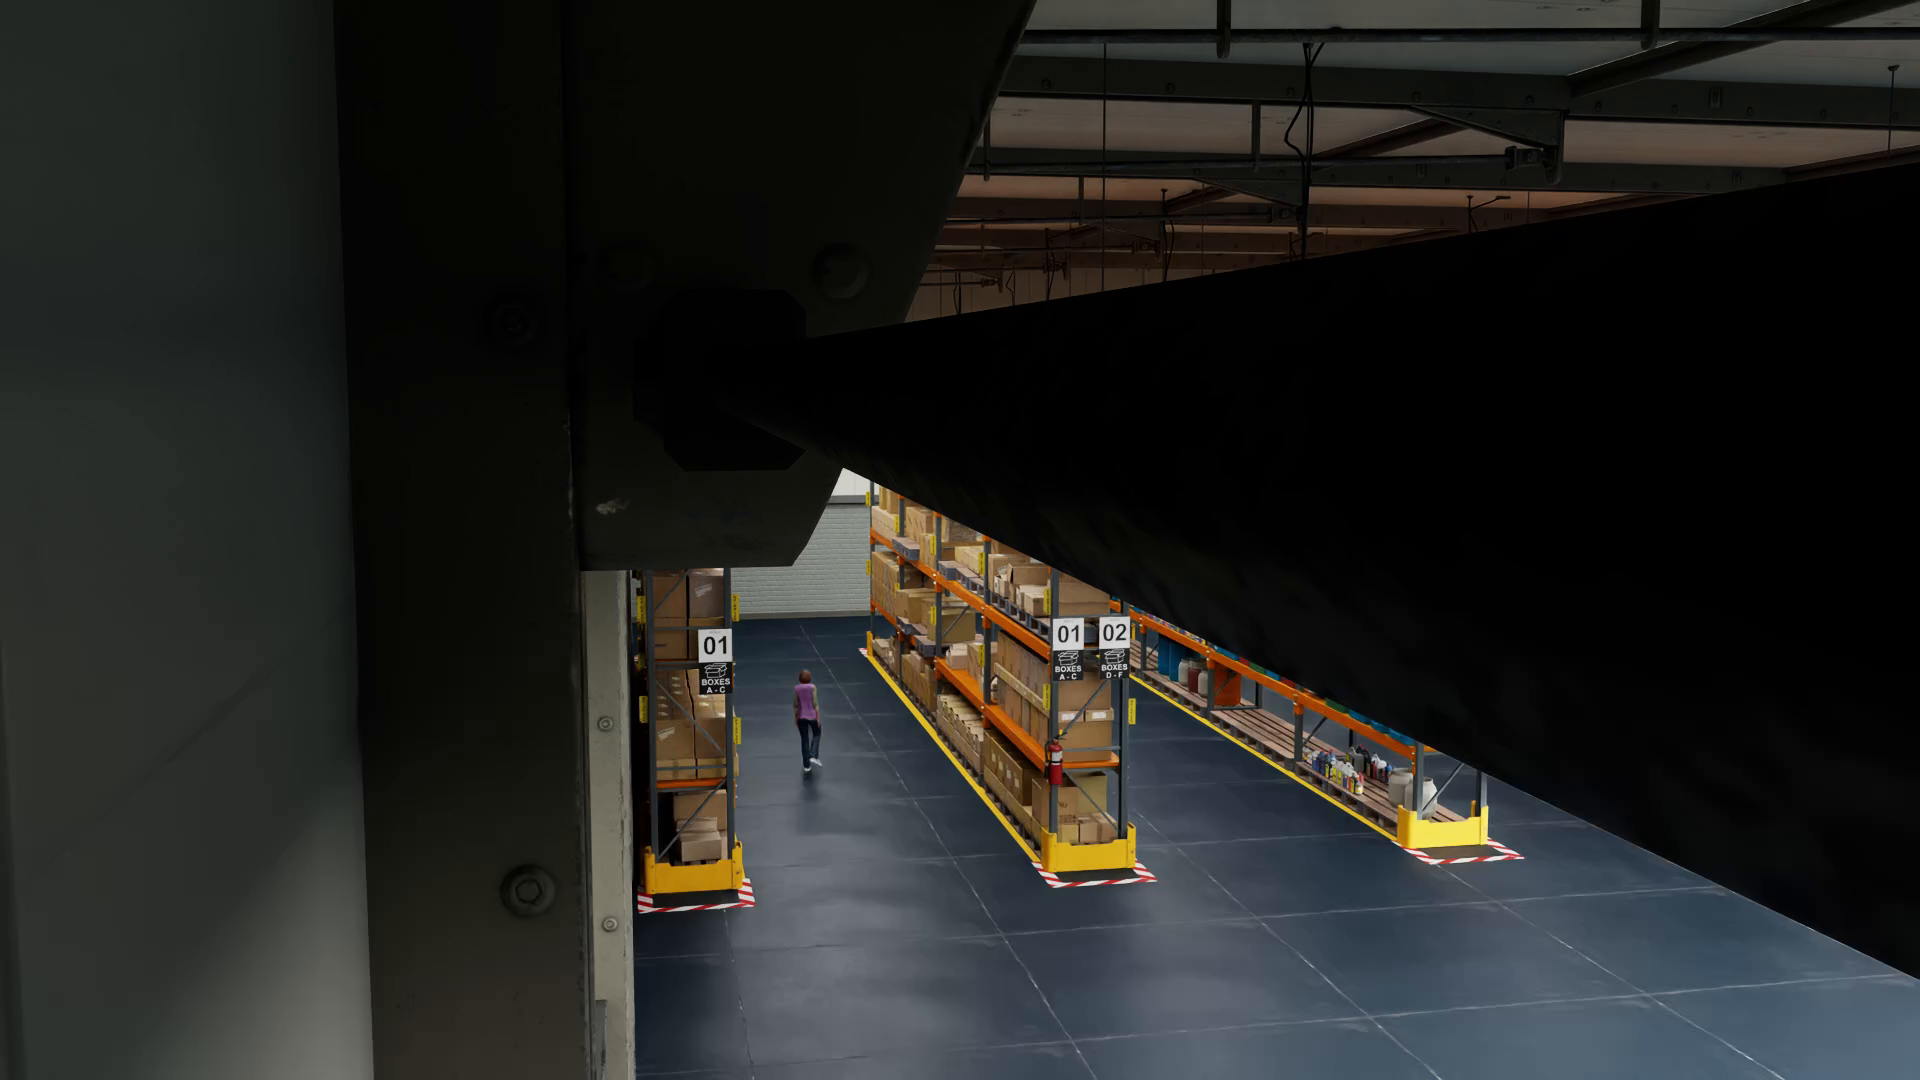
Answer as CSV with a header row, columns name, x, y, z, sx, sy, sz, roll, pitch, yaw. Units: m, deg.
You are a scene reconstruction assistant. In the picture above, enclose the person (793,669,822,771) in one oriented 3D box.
name,x,y,z,sx,sy,sz,roll,pitch,yaw
person,-2.394,2.812,26.052,0.449,1.583,0.469,0,6,1
